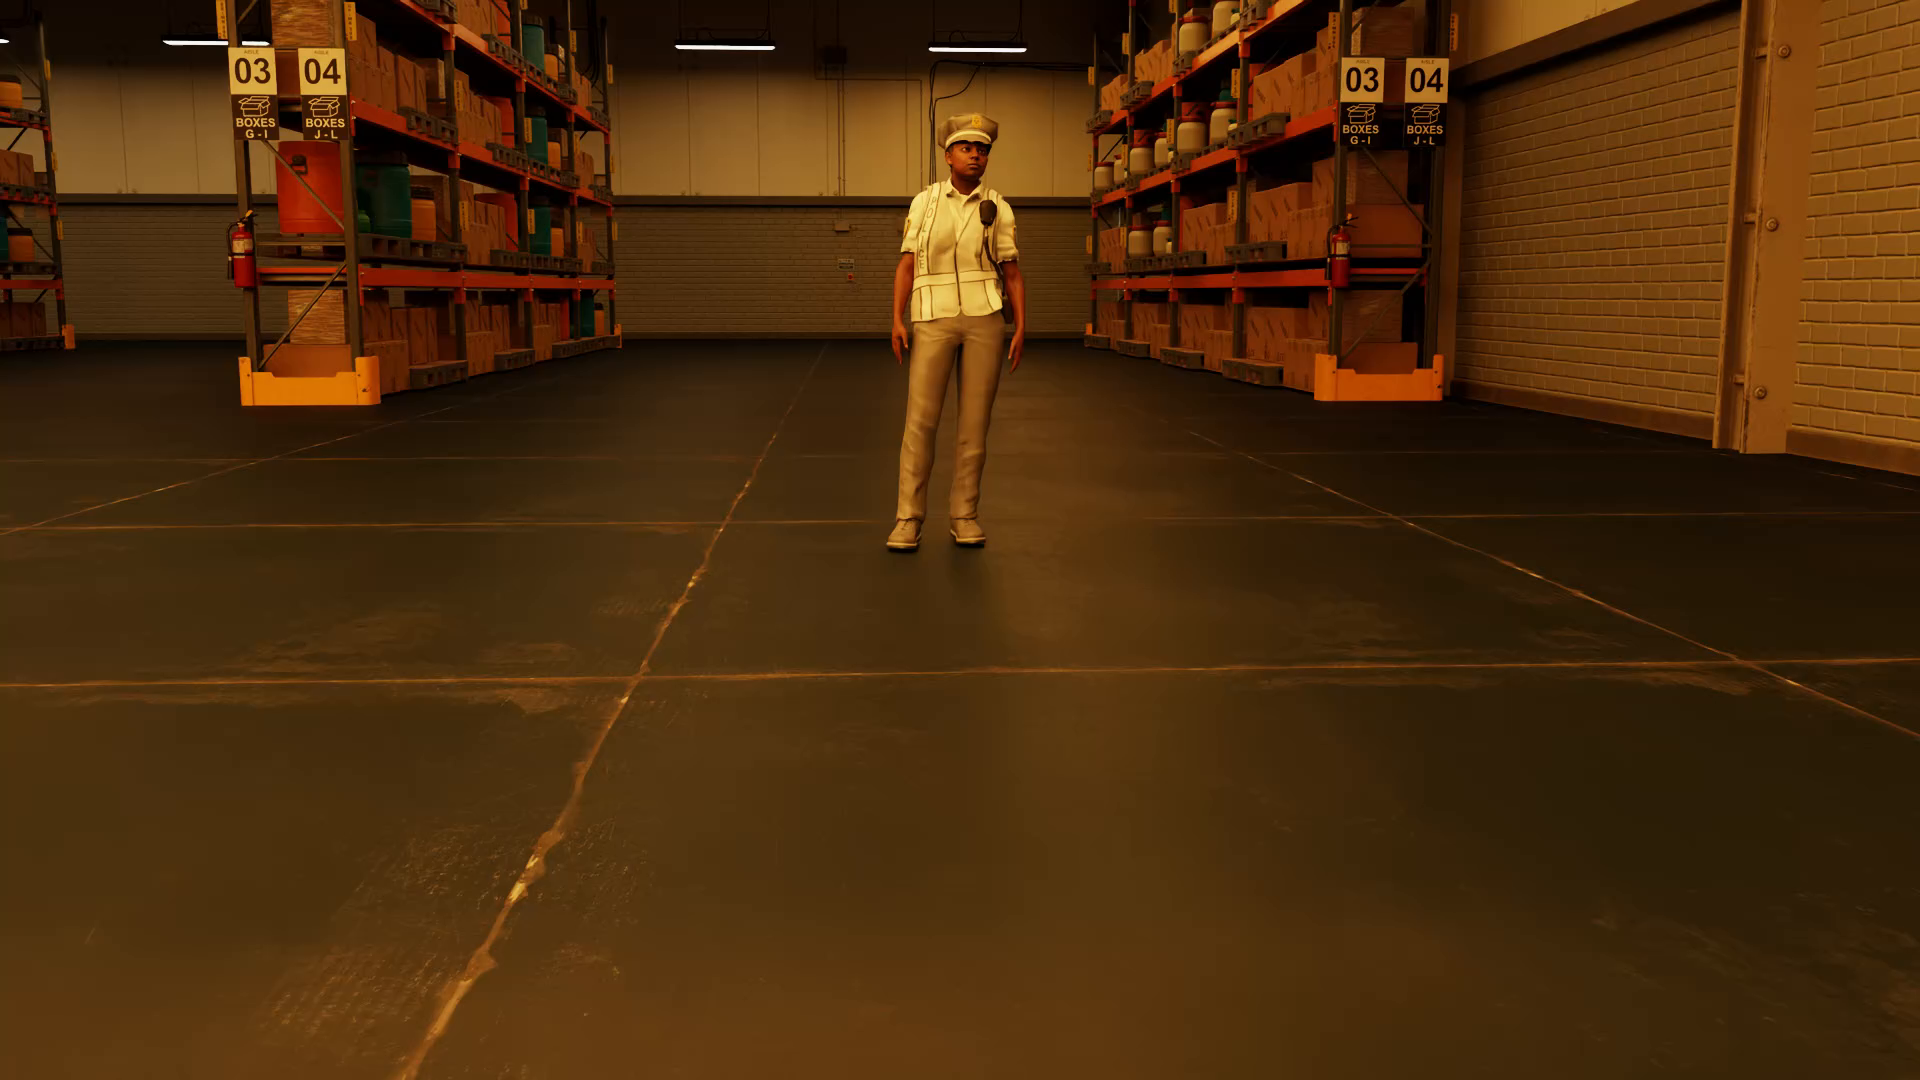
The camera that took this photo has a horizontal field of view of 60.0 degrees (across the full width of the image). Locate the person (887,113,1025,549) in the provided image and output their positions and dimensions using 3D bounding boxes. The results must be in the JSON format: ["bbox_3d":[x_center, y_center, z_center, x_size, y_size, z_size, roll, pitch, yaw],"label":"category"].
[{"bbox_3d":[-0.016,-0.834,6.609,0.569,1.695,0.530,-1,8,-4],"label":"person"}]
